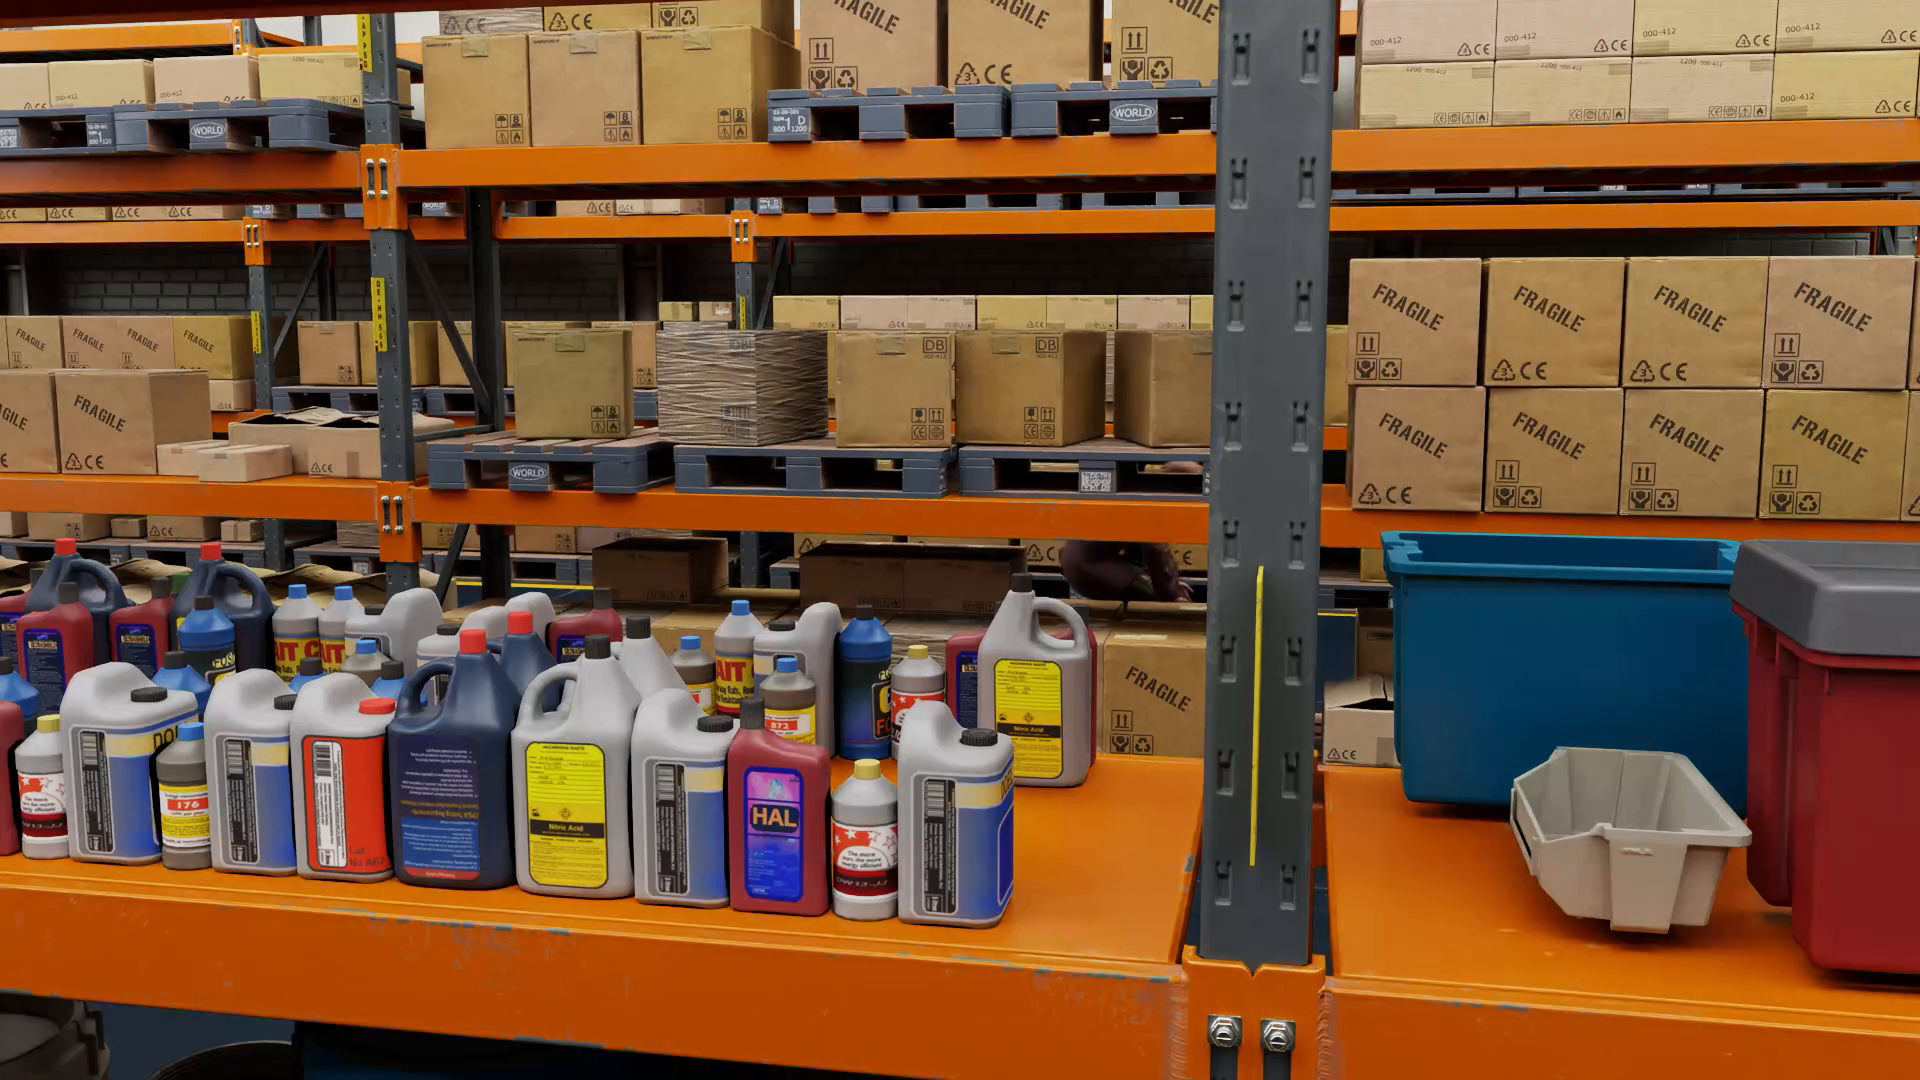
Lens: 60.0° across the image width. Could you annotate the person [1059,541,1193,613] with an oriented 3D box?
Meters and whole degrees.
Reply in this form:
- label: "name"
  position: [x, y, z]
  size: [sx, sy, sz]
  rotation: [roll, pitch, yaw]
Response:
- label: "person"
  position: [0.997, 0.284, 9.350]
  size: [0.873, 1.084, 0.611]
  rotation: [2, 8, 11]
